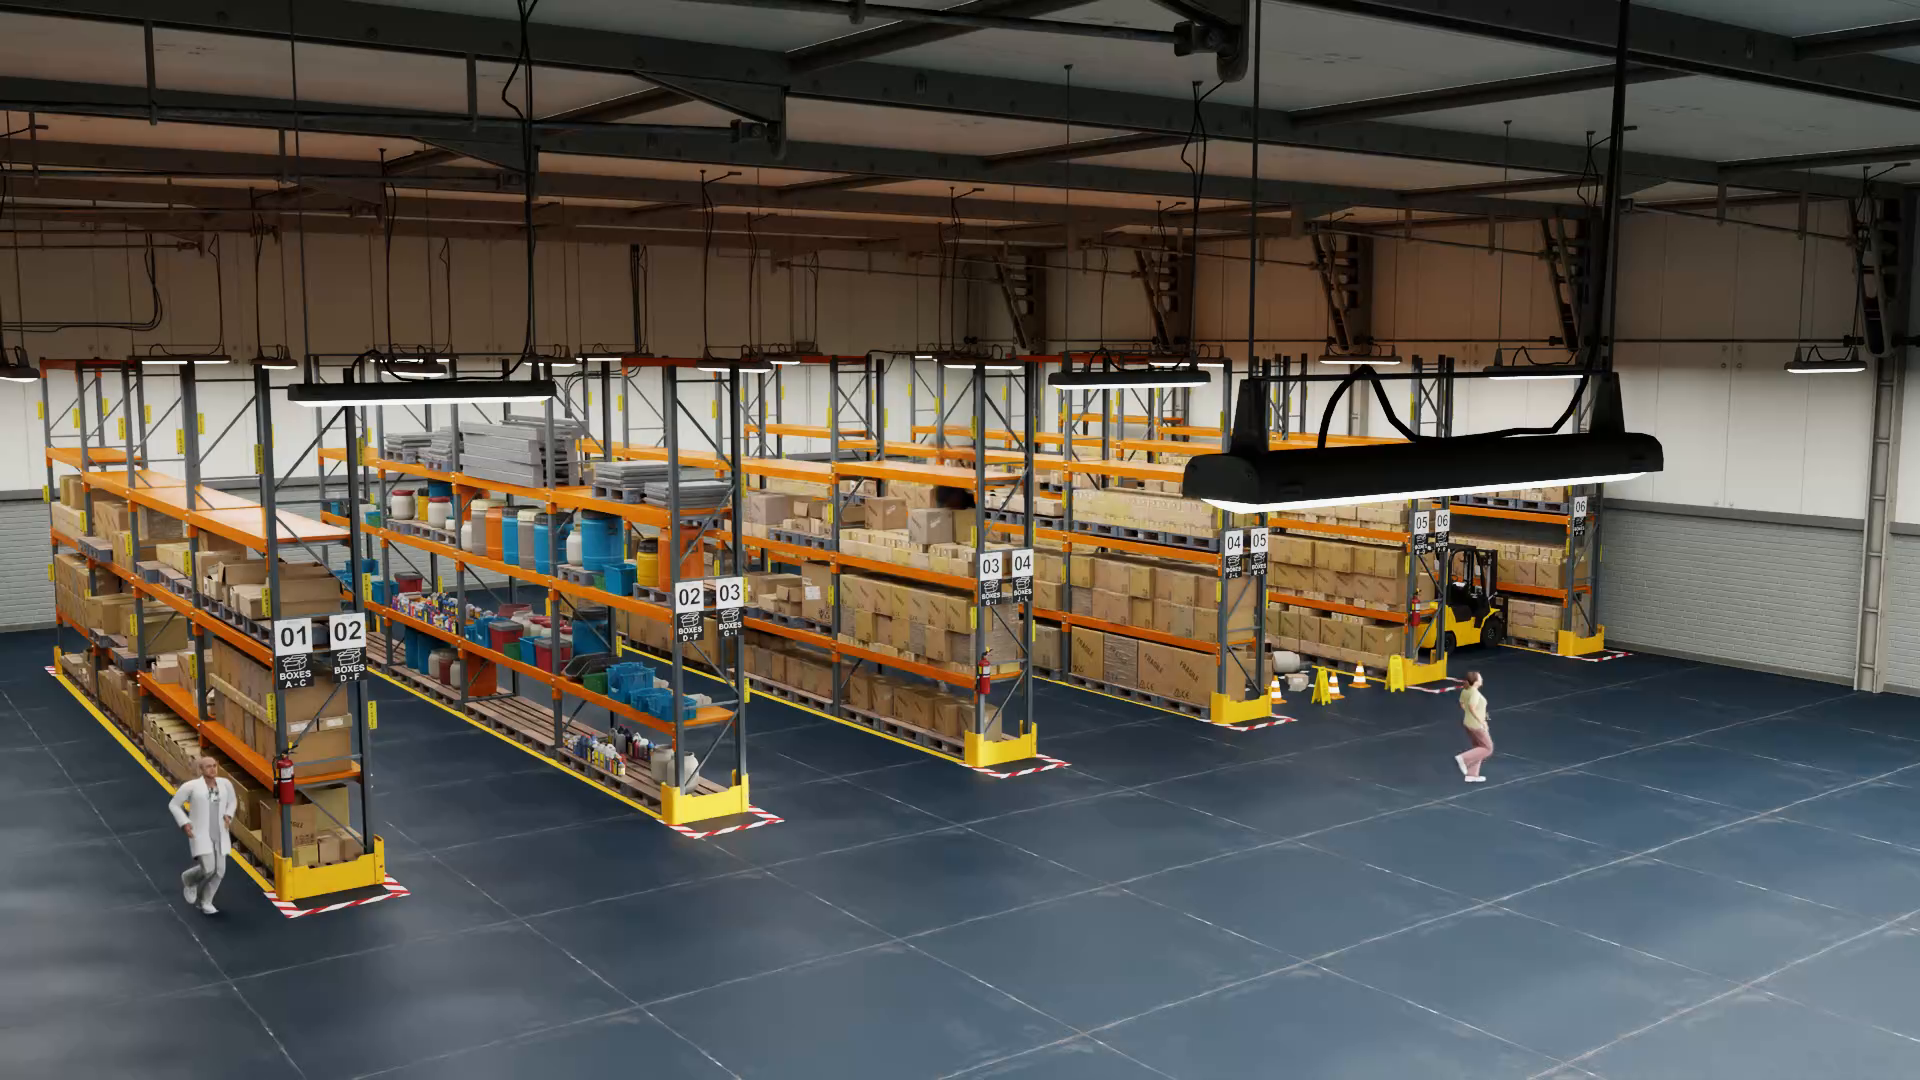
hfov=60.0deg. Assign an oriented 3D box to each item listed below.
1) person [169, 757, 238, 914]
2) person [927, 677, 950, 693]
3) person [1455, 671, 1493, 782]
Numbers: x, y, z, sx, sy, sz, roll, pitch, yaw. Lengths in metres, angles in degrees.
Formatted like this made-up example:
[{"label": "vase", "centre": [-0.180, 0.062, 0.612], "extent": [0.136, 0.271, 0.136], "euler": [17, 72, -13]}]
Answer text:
[{"label": "person", "centre": [-8.337, 3.261, 18.484], "extent": [0.605, 1.716, 0.692], "euler": [6, 9, 39]}, {"label": "person", "centre": [-0.405, 1.875, 30.263], "extent": [0.615, 1.703, 0.793], "euler": [-5, 9, -37]}, {"label": "person", "centre": [7.354, 2.675, 23.854], "extent": [0.558, 1.612, 0.580], "euler": [-1, 7, -7]}]
